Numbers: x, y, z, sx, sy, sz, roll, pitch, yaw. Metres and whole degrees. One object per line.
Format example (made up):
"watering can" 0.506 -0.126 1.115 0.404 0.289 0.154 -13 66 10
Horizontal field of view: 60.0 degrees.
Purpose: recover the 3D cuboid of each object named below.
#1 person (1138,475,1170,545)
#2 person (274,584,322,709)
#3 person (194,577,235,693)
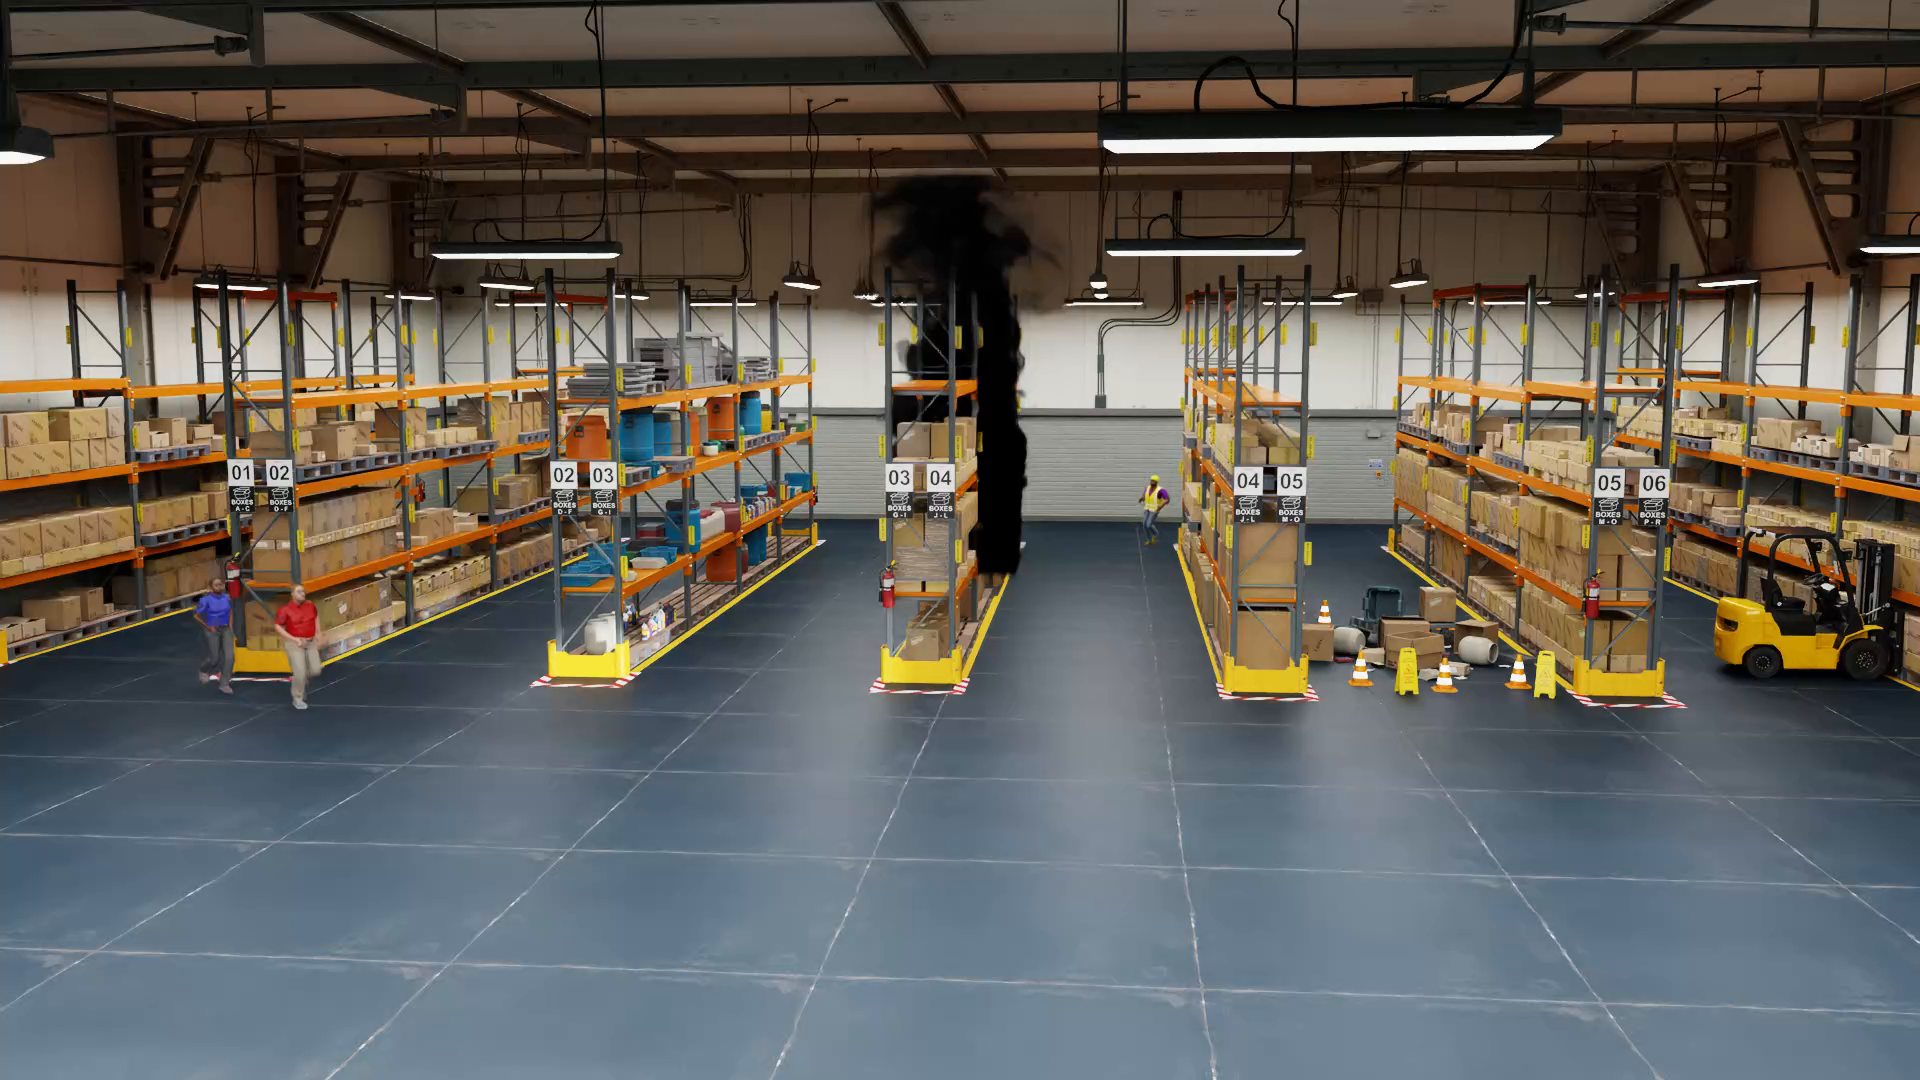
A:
"person" 4.614 -0.710 40.019 0.595 1.710 0.713 -6 9 -42
"person" -8.959 1.434 22.607 0.620 1.686 0.698 5 9 36
"person" -10.590 1.347 23.645 0.653 1.657 0.594 5 9 36
